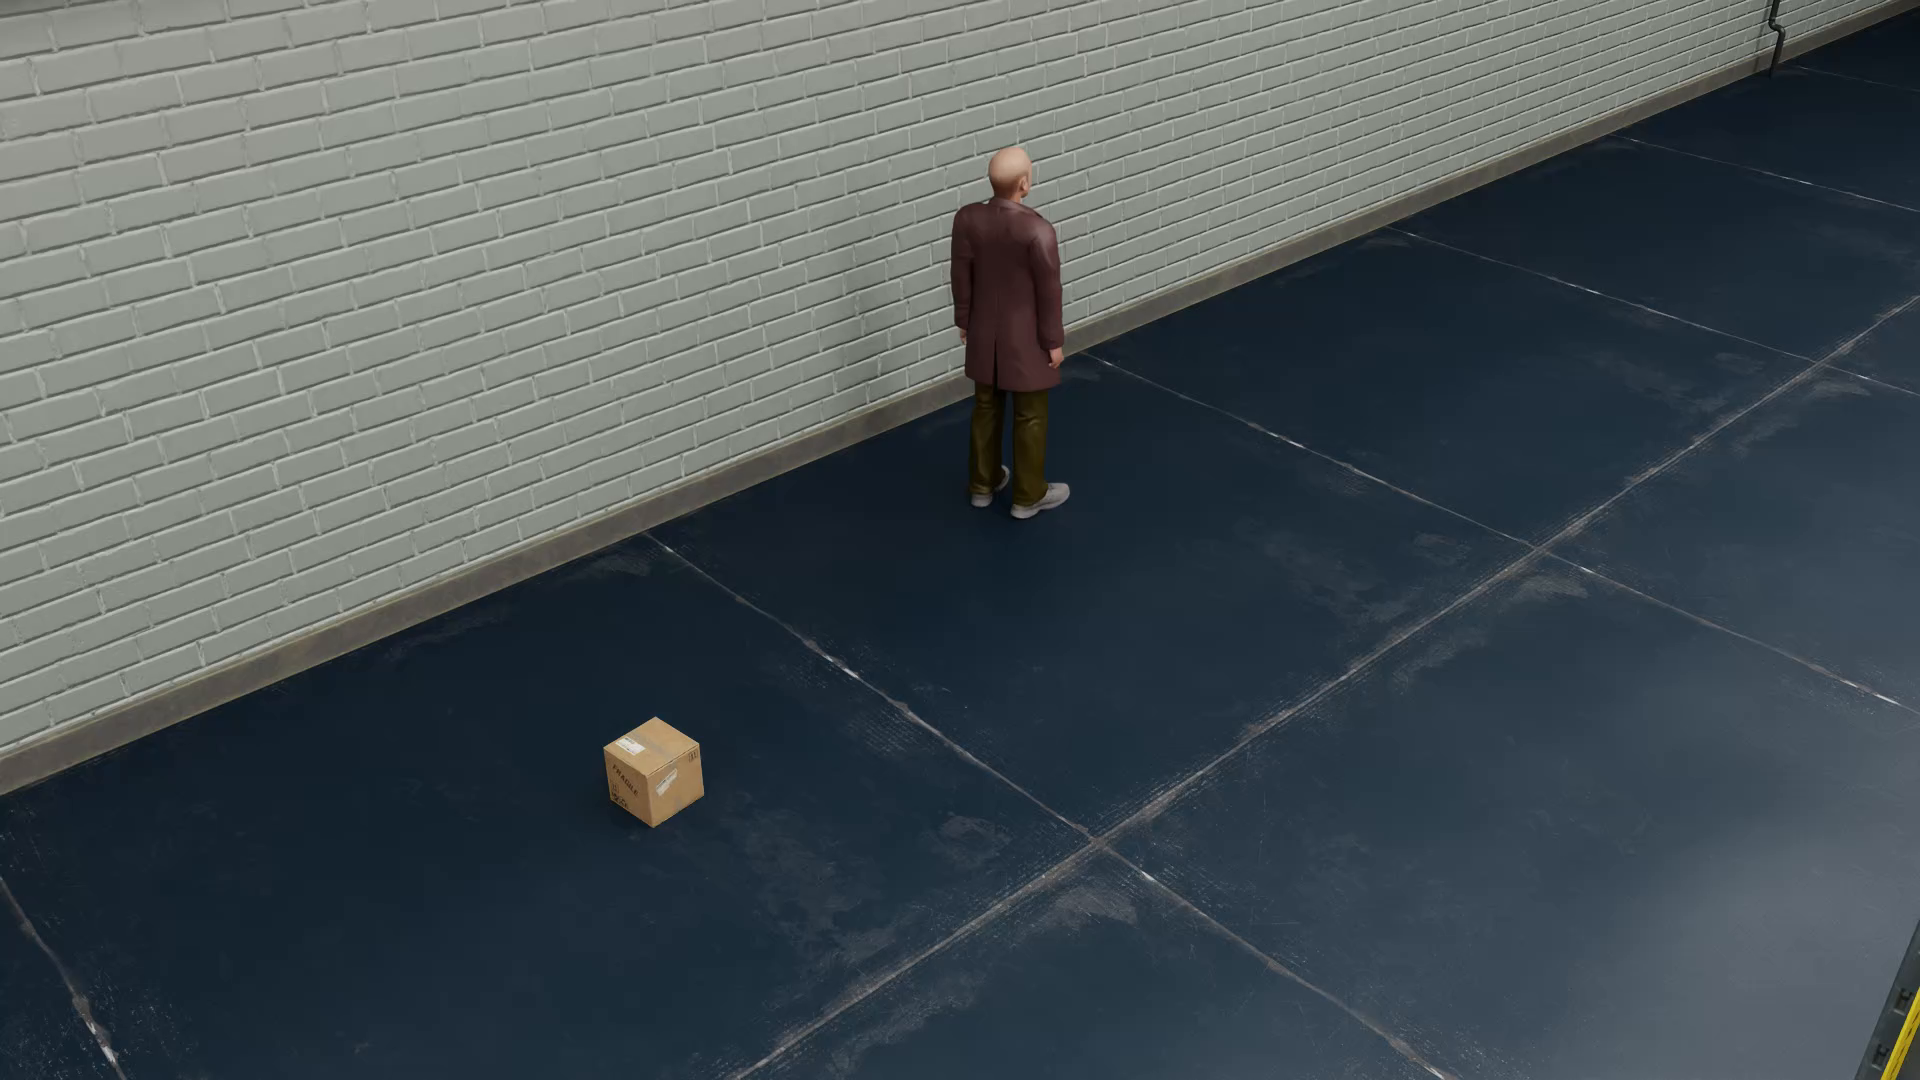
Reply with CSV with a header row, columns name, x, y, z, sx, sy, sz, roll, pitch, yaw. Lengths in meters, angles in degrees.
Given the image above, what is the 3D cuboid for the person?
name,x,y,z,sx,sy,sz,roll,pitch,yaw
person,0.258,-0.967,7.730,0.557,1.783,0.372,18,36,27
